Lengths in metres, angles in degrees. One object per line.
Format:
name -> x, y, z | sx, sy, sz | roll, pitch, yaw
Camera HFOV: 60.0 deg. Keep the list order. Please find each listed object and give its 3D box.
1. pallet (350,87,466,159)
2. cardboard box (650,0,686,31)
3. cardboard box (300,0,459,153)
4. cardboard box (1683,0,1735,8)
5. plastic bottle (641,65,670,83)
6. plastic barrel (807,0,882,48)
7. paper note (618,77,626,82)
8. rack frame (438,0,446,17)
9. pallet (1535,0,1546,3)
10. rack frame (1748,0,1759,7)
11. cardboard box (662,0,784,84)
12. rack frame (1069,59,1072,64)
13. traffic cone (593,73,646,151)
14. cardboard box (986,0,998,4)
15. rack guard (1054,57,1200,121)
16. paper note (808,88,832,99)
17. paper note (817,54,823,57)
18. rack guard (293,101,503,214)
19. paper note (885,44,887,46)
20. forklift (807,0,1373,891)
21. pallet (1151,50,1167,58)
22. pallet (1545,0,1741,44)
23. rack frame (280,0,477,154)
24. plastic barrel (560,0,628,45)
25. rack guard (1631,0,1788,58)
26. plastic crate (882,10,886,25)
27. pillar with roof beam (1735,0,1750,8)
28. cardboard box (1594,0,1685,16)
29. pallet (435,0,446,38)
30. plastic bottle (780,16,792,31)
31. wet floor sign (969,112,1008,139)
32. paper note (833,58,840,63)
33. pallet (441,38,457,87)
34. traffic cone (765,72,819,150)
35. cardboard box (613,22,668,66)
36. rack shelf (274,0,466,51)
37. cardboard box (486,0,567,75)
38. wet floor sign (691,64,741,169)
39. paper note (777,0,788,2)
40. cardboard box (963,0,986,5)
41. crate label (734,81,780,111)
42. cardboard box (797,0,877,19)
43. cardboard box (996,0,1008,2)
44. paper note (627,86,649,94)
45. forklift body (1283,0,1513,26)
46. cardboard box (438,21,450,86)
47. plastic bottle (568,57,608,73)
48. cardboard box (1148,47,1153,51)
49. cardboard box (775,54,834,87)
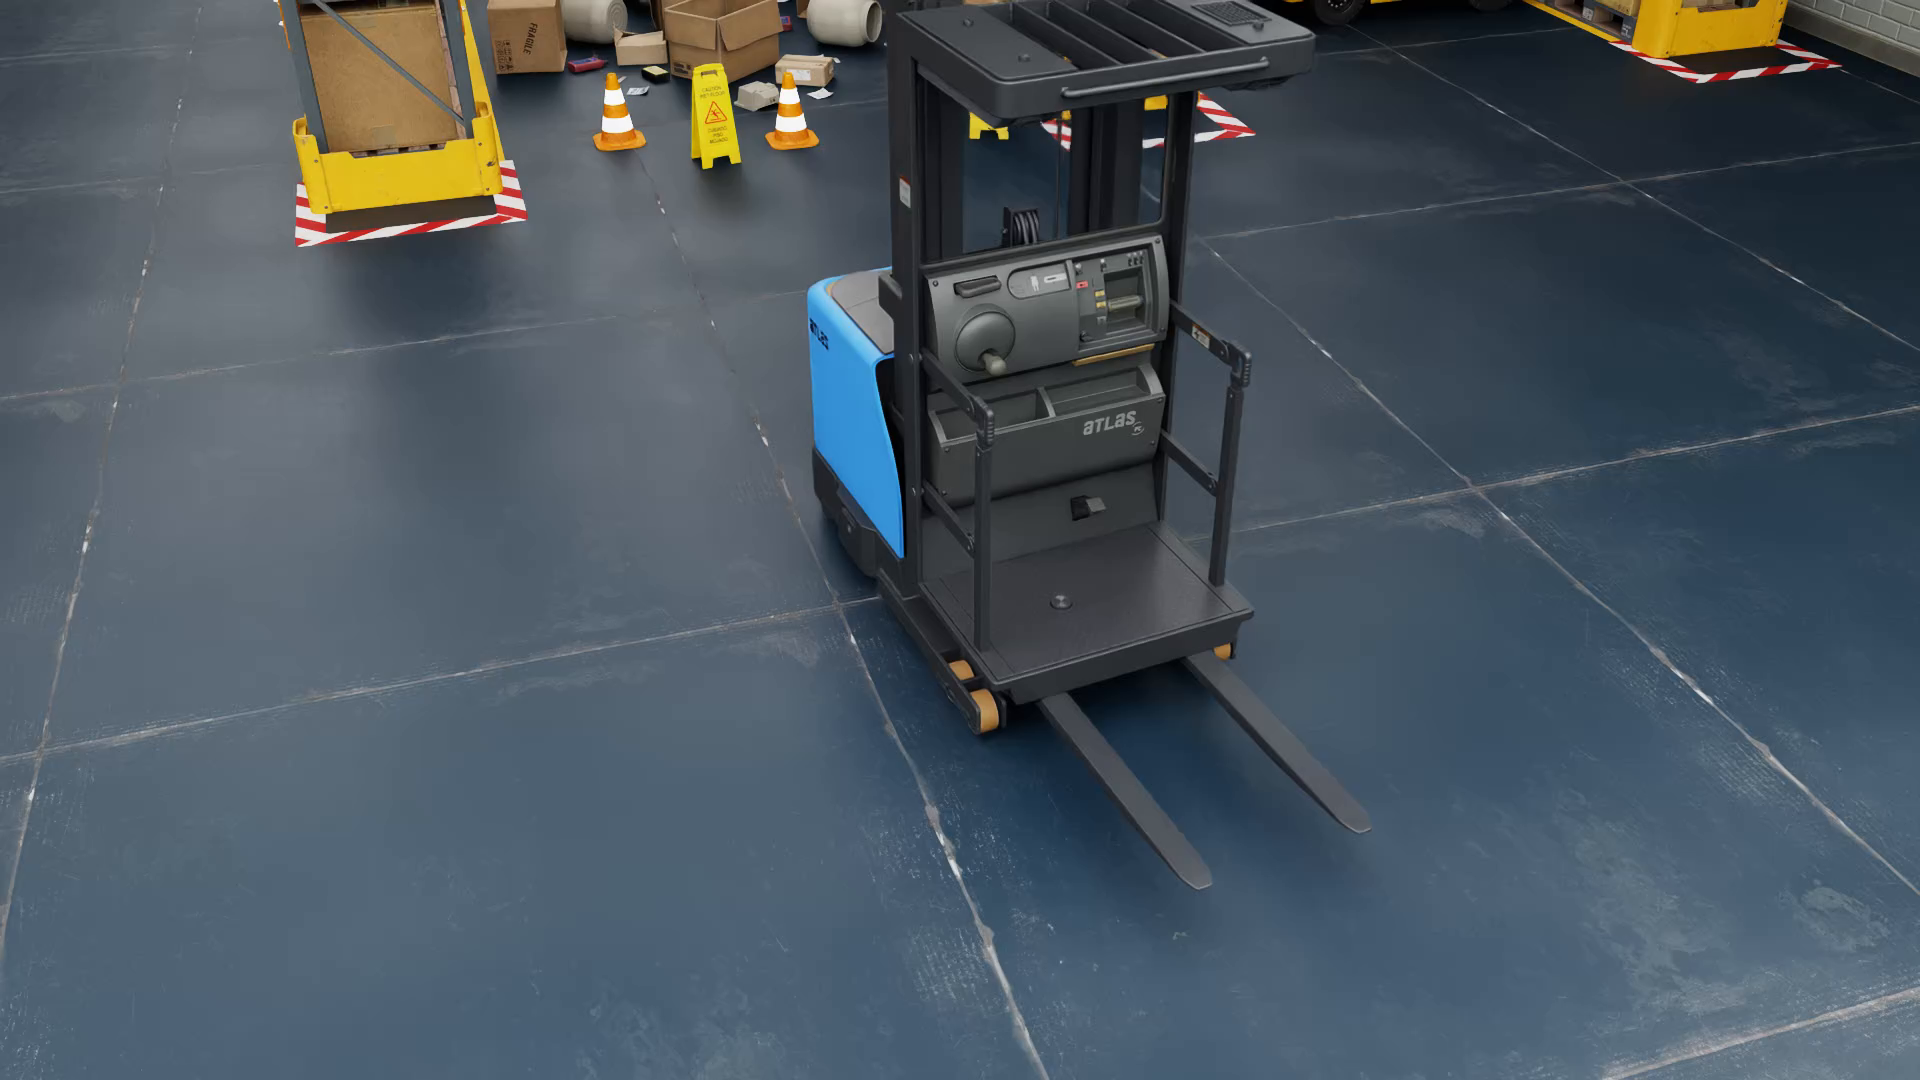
pallet -> -3.838, -2.705, 11.153 | 1.003, 0.211, 1.213 | -10, 35, -15
cardboard box -> -2.076, -4.349, 13.252 | 0.797, 0.637, 0.503 | -10, 35, -15
cardboard box -> -3.789, -3.096, 10.761 | 0.875, 0.875, 0.875 | -10, 35, -14
cardboard box -> 5.926, -4.503, 13.457 | 0.500, 0.250, 0.500 | -10, 35, -15
plastic bottle -> -2.306, -3.512, 12.510 | 0.133, 0.061, 0.283 | -23, 40, -31
plastic barrel -> -0.908, -4.103, 13.075 | 0.512, 0.421, 0.421 | 13, 36, 18
paper note -> -2.538, -3.454, 12.468 | 0.032, 0.001, 0.123 | 7, 34, 10
rack frame -> -4.740, -5.562, 12.947 | 1.000, 3.000, 0.127 | -10, 35, -15
pallet -> 5.248, -5.055, 14.708 | 1.003, 0.211, 1.213 | -10, 35, -15
rack frame -> 5.890, -5.184, 12.375 | 1.000, 3.000, 0.127 | -10, 35, -15
cardboard box -> -1.783, -3.803, 12.548 | 0.637, 0.503, 0.797 | 19, 38, 26
rack frame -> 1.164, -4.348, 11.109 | 1.000, 3.000, 0.127 | -10, 35, -15
traffic cone -> -2.329, -2.921, 11.251 | 0.336, 0.463, 0.334 | -10, 35, -15
cardboard box -> 0.510, -4.028, 12.738 | 0.500, 0.250, 0.500 | -10, 35, -15
rack guard -> 1.140, -3.345, 11.858 | 1.175, 0.500, 0.348 | -10, 35, -15
paper note -> -1.020, -3.271, 12.172 | 0.148, 0.019, 0.142 | -23, 40, -31
paper note -> -1.137, -3.737, 12.888 | 0.148, 0.019, 0.142 | 1, 33, 2
rack guard -> -3.512, -2.407, 10.439 | 1.175, 0.500, 0.348 | -10, 35, -15
paper note -> -0.500, -3.921, 13.156 | 0.142, 0.019, 0.148 | -23, 40, -31
forklift -> 0.416, -0.779, 5.770 | 1.130, 2.935, 3.031 | -14, 36, -20
pallet -> 0.926, -3.657, 12.592 | 1.003, 0.211, 1.213 | -10, 35, -15
pallet -> 5.616, -4.415, 13.741 | 1.003, 0.211, 1.213 | -10, 35, -15
rack frame -> -3.520, -3.462, 9.769 | 1.000, 3.000, 0.127 | -10, 35, -15
plastic barrel -> -2.933, -4.150, 13.146 | 0.512, 0.421, 0.421 | 13, 36, 18
rack guard -> 5.897, -4.129, 13.045 | 1.175, 0.500, 0.348 | -10, 35, -15
plastic crate -> -0.359, -4.267, 13.636 | 0.402, 0.080, 0.583 | -23, 40, -31
pillar with roof beam -> 2.436, -7.480, 10.408 | 9.100, 9.000, 0.400 | -10, 35, -15
cardboard box -> 5.445, -4.406, 13.310 | 0.500, 0.250, 0.500 | -10, 35, -14
pallet -> -4.582, -3.987, 13.091 | 1.003, 0.211, 1.213 | -10, 35, -15
plastic bottle -> -1.449, -4.229, 13.594 | 0.133, 0.061, 0.283 | -4, 34, -6
wet floor sign -> 0.203, -3.086, 11.334 | 0.267, 0.644, 0.232 | 1, 33, 2
paper note -> -0.955, -3.710, 12.856 | 0.032, 0.001, 0.123 | -10, 35, -15
pallet -> -4.207, -3.345, 12.120 | 1.003, 0.211, 1.213 | -10, 35, -15
traffic cone -> -1.149, -2.933, 11.269 | 0.336, 0.463, 0.334 | -10, 35, -15
cardboard box -> -2.462, -3.829, 12.804 | 0.396, 0.266, 0.258 | -4, 34, -6
rack shelf -> -4.130, -4.212, 11.556 | 1.077, 0.370, 4.000 | -10, 35, -15
cardboard box -> -3.289, -3.878, 12.663 | 0.500, 0.500, 0.500 | -4, 34, -6
wet floor sign -> -1.625, -2.798, 10.899 | 0.267, 0.644, 0.232 | -16, 37, -23
paper note -> -1.520, -4.644, 14.250 | 0.148, 0.019, 0.142 | -10, 35, -15
cardboard box -> 0.345, -4.302, 13.153 | 0.500, 0.250, 0.500 | -11, 35, -16
crate label -> -1.448, -3.199, 11.967 | 0.298, 0.136, 0.250 | 27, 42, 34
cardboard box -> -1.026, -4.615, 13.778 | 0.500, 0.500, 0.500 | 13, 36, 18
cardboard box -> 0.508, -4.339, 12.528 | 0.500, 0.500, 0.500 | -9, 34, -13
paper note -> -2.368, -3.310, 12.232 | 0.144, 0.017, 0.142 | 1, 33, 2
forklift body -> 3.574, -5.519, 13.651 | 2.313, 2.155, 1.214 | -10, 35, -15
cardboard box -> -4.060, -3.557, 11.459 | 0.875, 0.875, 0.875 | -11, 35, -15
plastic bottle -> -2.835, -3.630, 12.689 | 0.283, 0.061, 0.133 | -23, 40, -31
cardboard box -> 1.181, -3.846, 12.462 | 0.500, 0.250, 0.500 | -10, 35, -15
cardboard box -> -1.160, -3.506, 12.421 | 0.380, 0.149, 0.250 | 7, 34, 10
